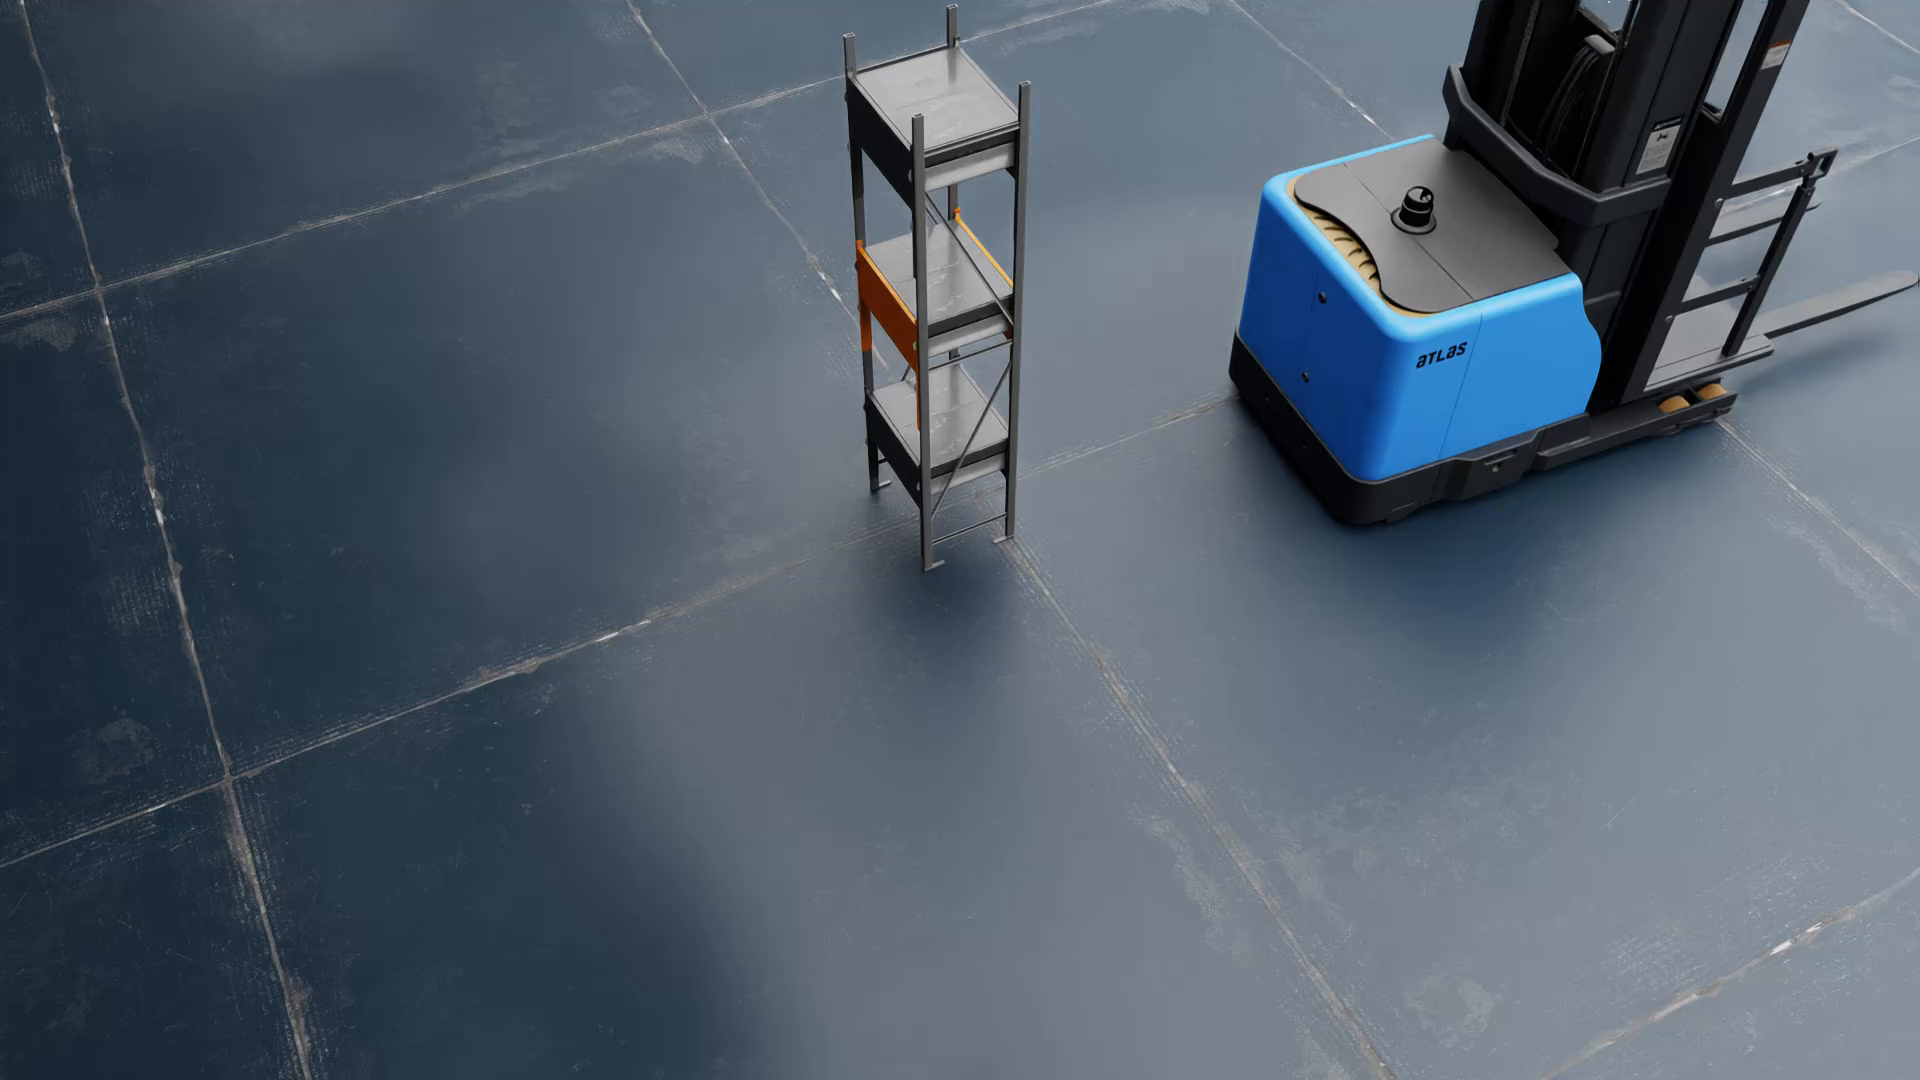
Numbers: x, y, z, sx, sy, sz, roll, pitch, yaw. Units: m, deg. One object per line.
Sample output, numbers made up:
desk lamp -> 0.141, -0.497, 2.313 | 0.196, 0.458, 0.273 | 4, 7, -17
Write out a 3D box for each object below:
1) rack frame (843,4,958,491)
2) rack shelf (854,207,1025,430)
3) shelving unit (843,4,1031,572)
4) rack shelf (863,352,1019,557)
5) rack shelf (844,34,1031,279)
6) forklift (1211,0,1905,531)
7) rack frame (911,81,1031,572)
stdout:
rack frame -> -0.187, -0.965, 6.092 | 0.400, 2.100, 0.015 | -21, 52, -18
rack shelf -> -0.076, -0.793, 5.959 | 0.431, 0.518, 0.480 | -21, 52, -18
shelving unit -> -0.076, -0.802, 5.949 | 0.431, 2.100, 0.503 | -21, 52, -18
rack shelf -> -0.076, -0.332, 6.486 | 0.431, 0.518, 0.480 | -21, 52, -18
rack shelf -> -0.076, -1.254, 5.433 | 0.431, 0.518, 0.480 | -21, 52, -18
forklift -> 2.648, -1.735, 6.213 | 3.031, 2.935, 1.130 | -18, 51, -15
rack frame -> 0.036, -0.639, 5.806 | 0.400, 2.100, 0.015 | -21, 52, -18
